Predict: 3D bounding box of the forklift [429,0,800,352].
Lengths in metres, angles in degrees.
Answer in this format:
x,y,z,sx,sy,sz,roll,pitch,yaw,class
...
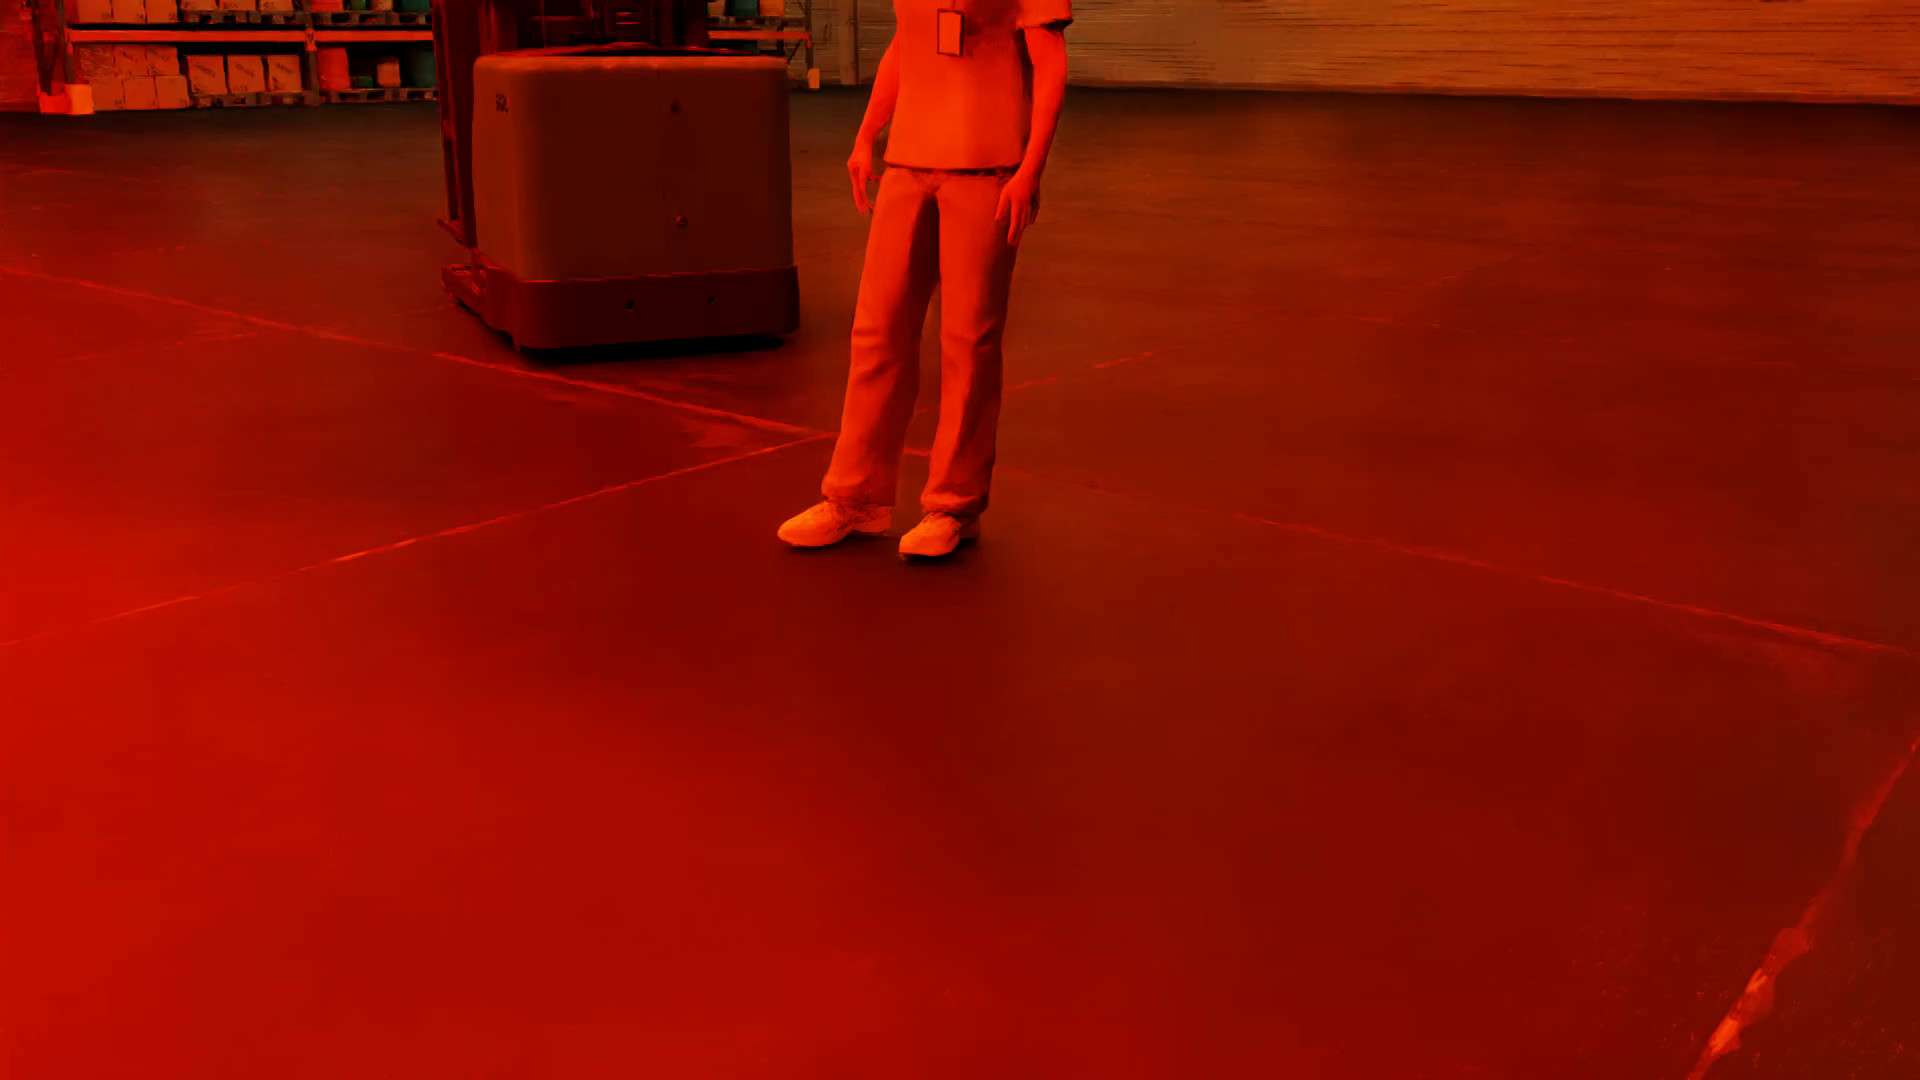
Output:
x,y,z,sx,sy,sz,roll,pitch,yaw,class
-1.691,-2.474,7.044,1.130,2.935,3.031,-8,18,-24,forklift

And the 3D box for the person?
x,y,z,sx,sy,sz,roll,pitch,yaw,class
-0.057,-0.795,3.650,0.550,1.674,0.548,13,21,37,person
